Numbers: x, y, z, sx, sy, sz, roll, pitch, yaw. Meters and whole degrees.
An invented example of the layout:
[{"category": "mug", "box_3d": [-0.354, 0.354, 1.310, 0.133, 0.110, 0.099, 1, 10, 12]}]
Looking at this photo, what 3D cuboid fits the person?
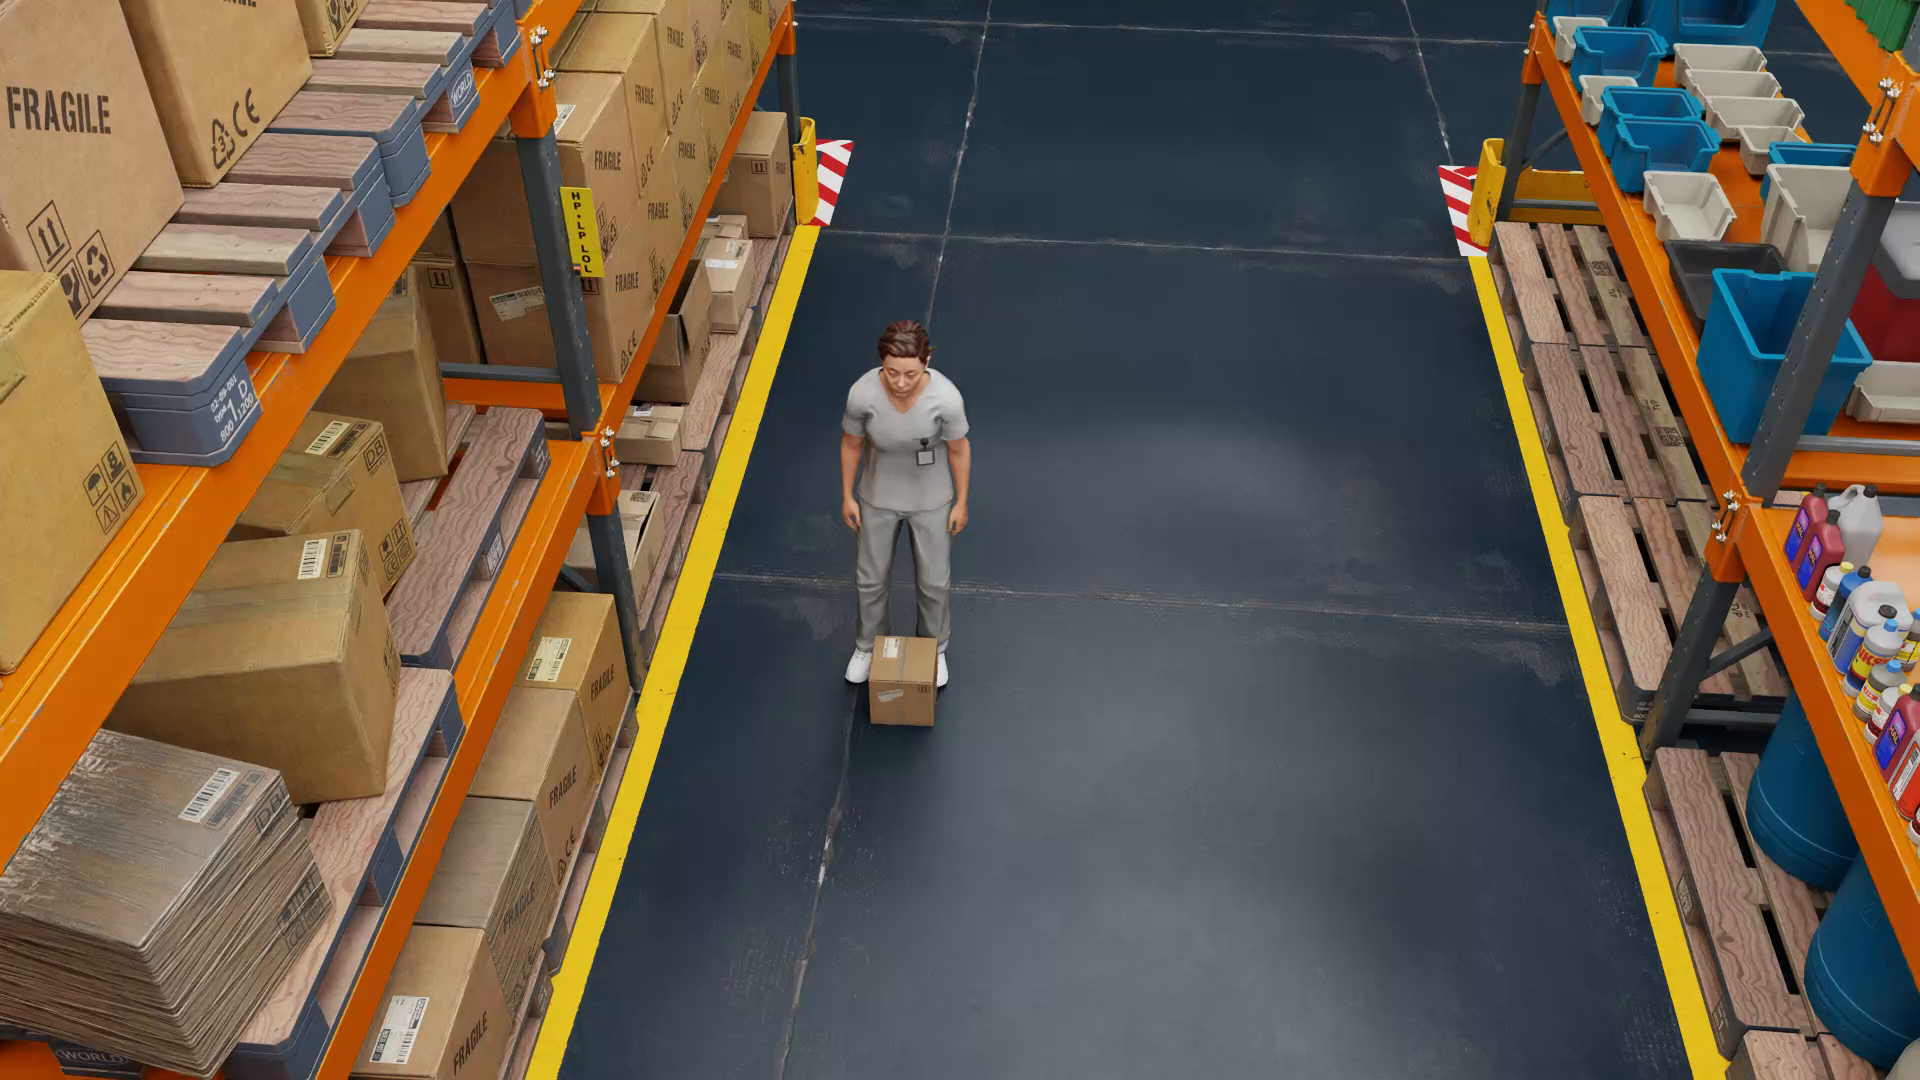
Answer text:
[{"category": "person", "box_3d": [-0.210, -0.143, 6.327, 0.495, 1.673, 0.354, 3, 40, 3]}]
